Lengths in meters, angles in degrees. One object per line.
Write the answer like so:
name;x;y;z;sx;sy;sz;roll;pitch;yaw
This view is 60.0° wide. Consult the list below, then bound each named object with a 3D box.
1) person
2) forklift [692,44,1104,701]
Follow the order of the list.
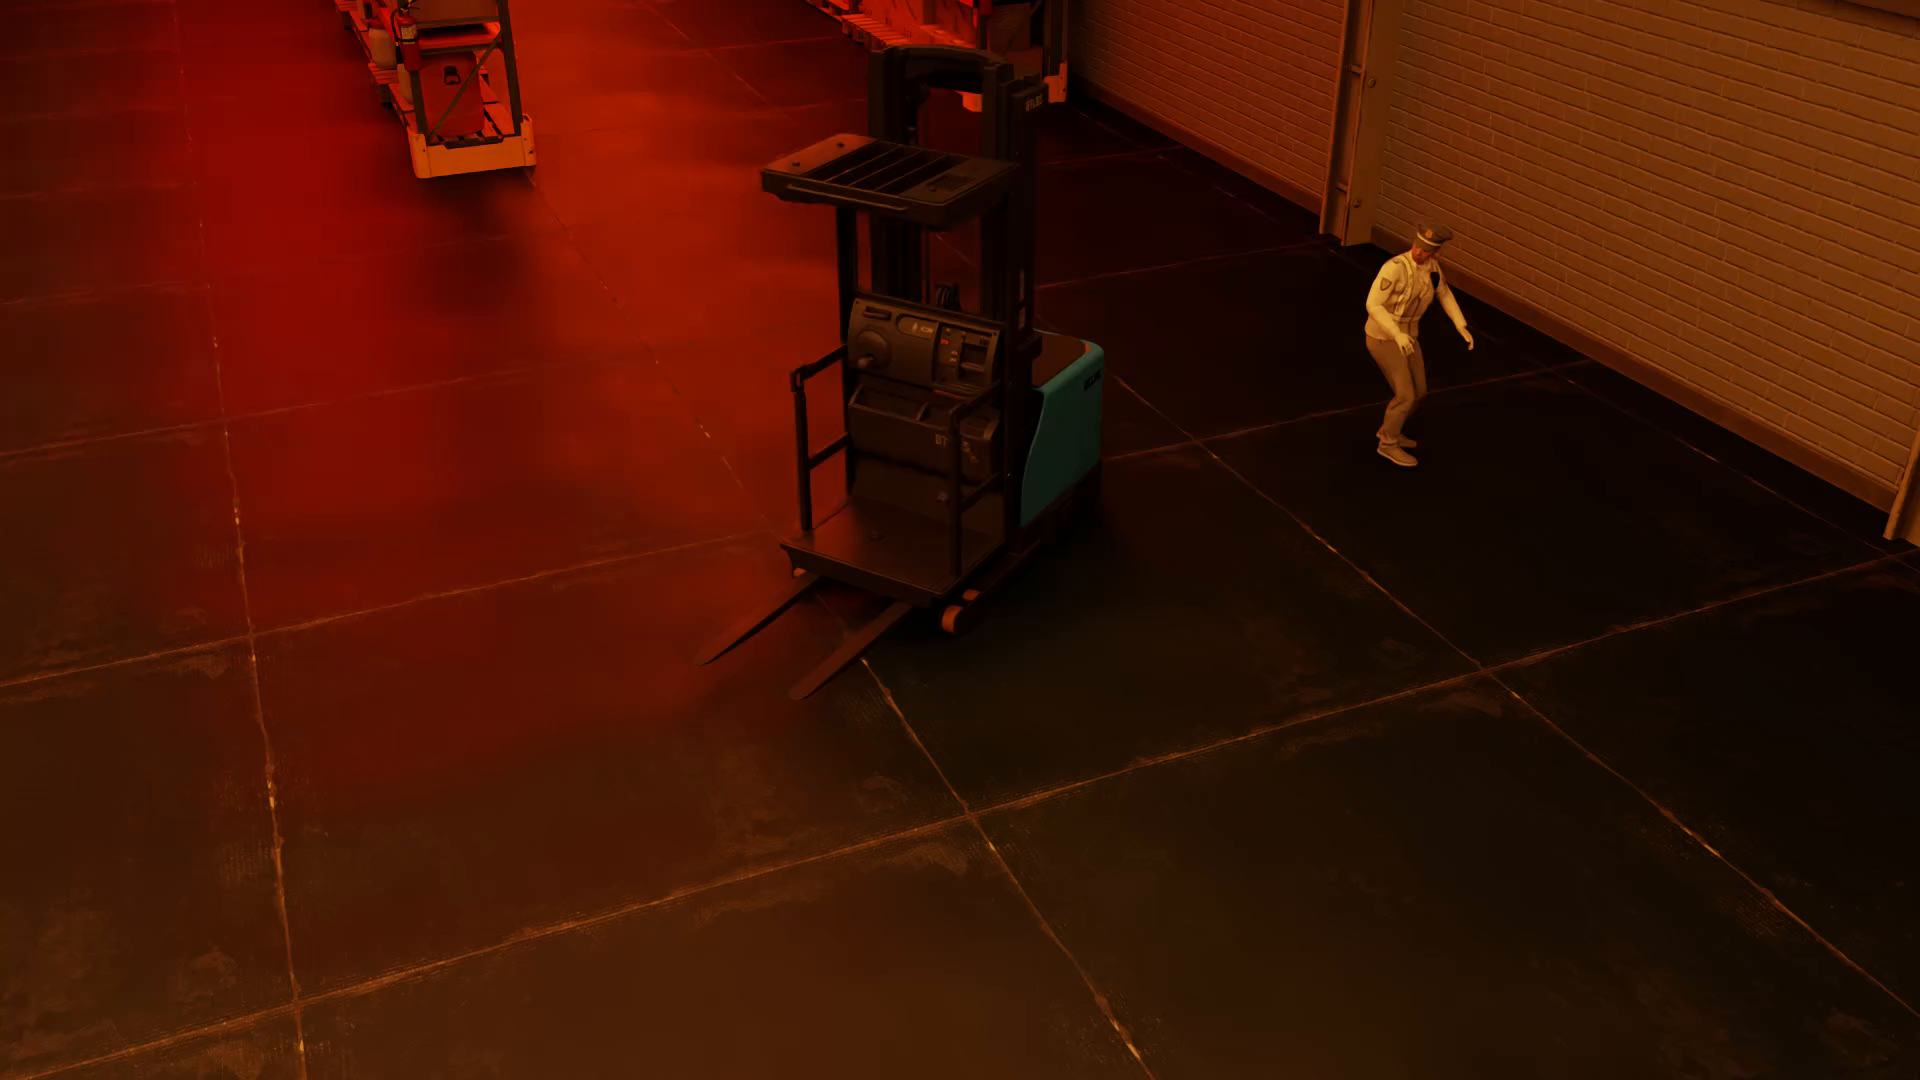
person;2.912;-1.266;10.694;0.732;1.633;0.561;-23;37;-34
forklift;-0.312;-1.012;8.889;1.130;2.935;3.031;17;34;27
